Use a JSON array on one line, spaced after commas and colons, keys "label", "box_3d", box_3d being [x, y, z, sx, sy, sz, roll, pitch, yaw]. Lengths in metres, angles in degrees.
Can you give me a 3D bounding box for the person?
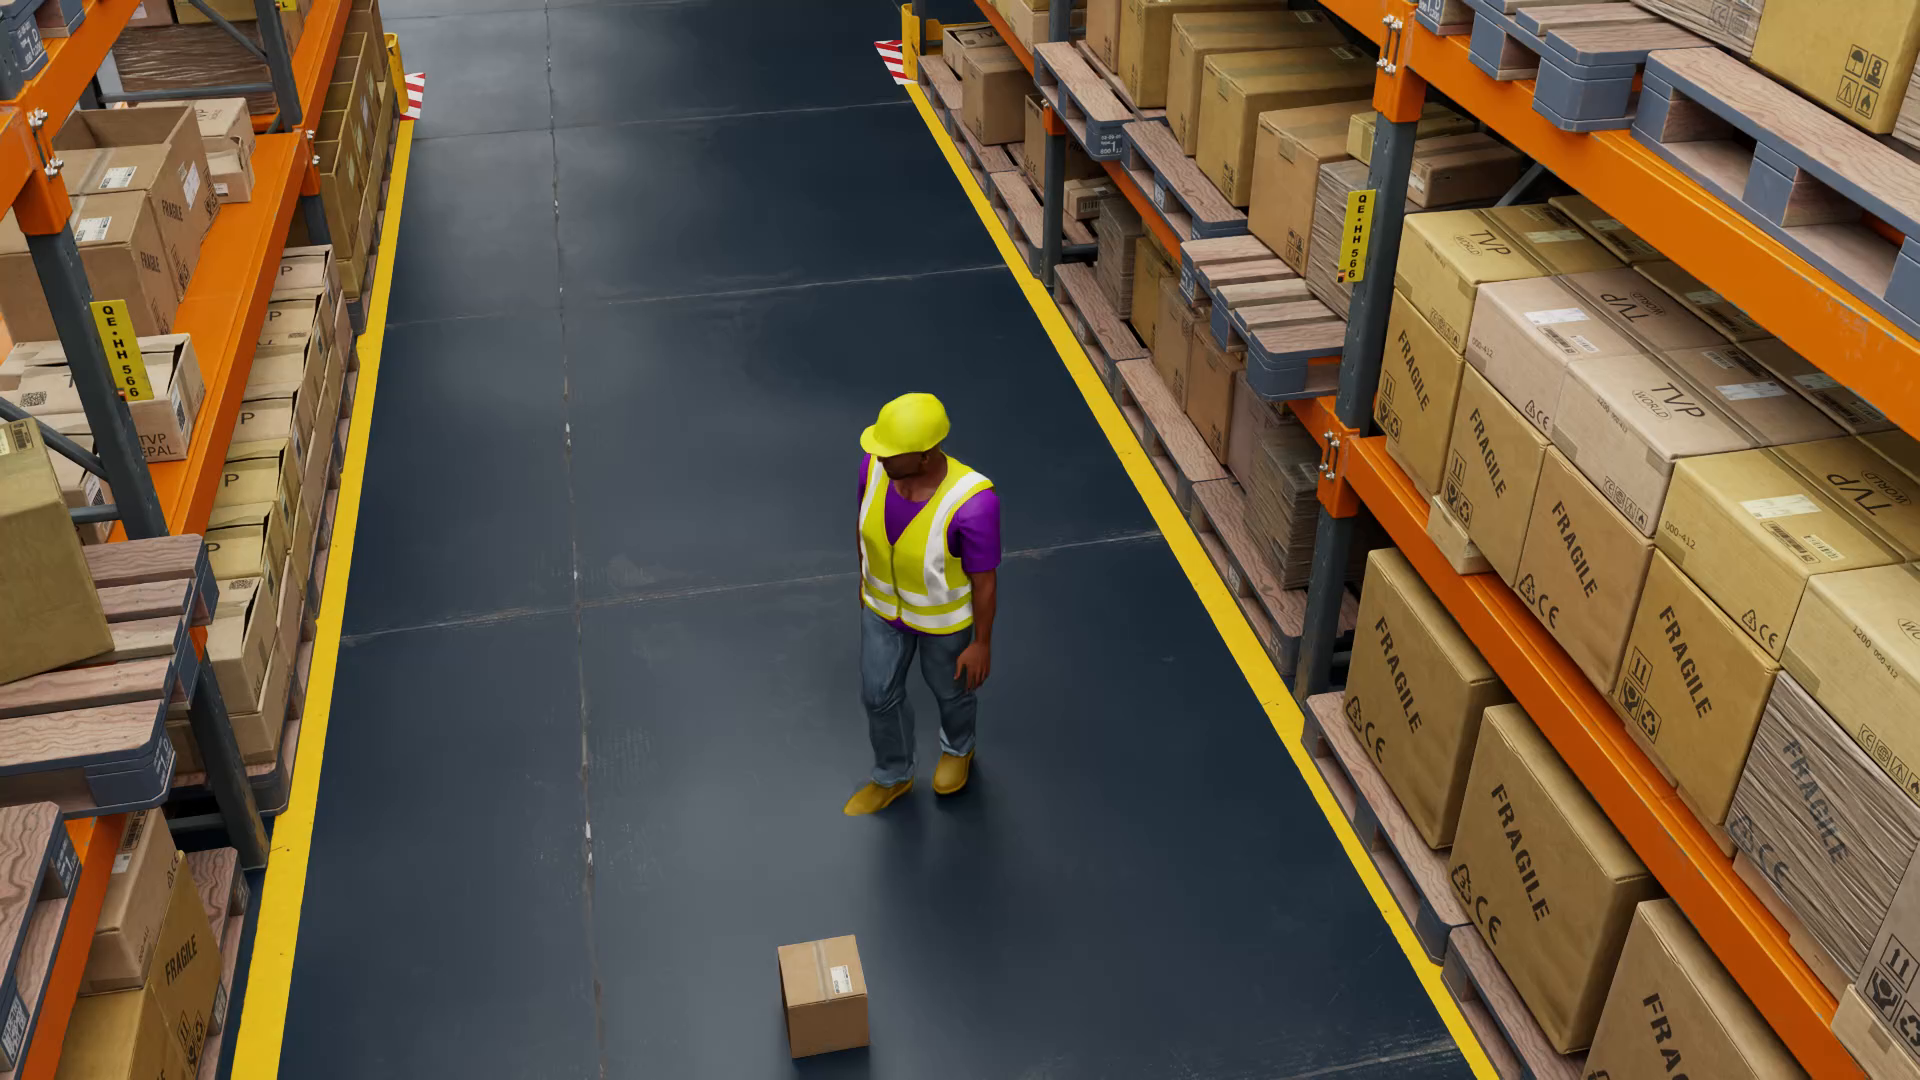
[{"label": "person", "box_3d": [-0.103, 0.236, 5.794, 0.595, 1.818, 0.534, 17, 38, 23]}]
